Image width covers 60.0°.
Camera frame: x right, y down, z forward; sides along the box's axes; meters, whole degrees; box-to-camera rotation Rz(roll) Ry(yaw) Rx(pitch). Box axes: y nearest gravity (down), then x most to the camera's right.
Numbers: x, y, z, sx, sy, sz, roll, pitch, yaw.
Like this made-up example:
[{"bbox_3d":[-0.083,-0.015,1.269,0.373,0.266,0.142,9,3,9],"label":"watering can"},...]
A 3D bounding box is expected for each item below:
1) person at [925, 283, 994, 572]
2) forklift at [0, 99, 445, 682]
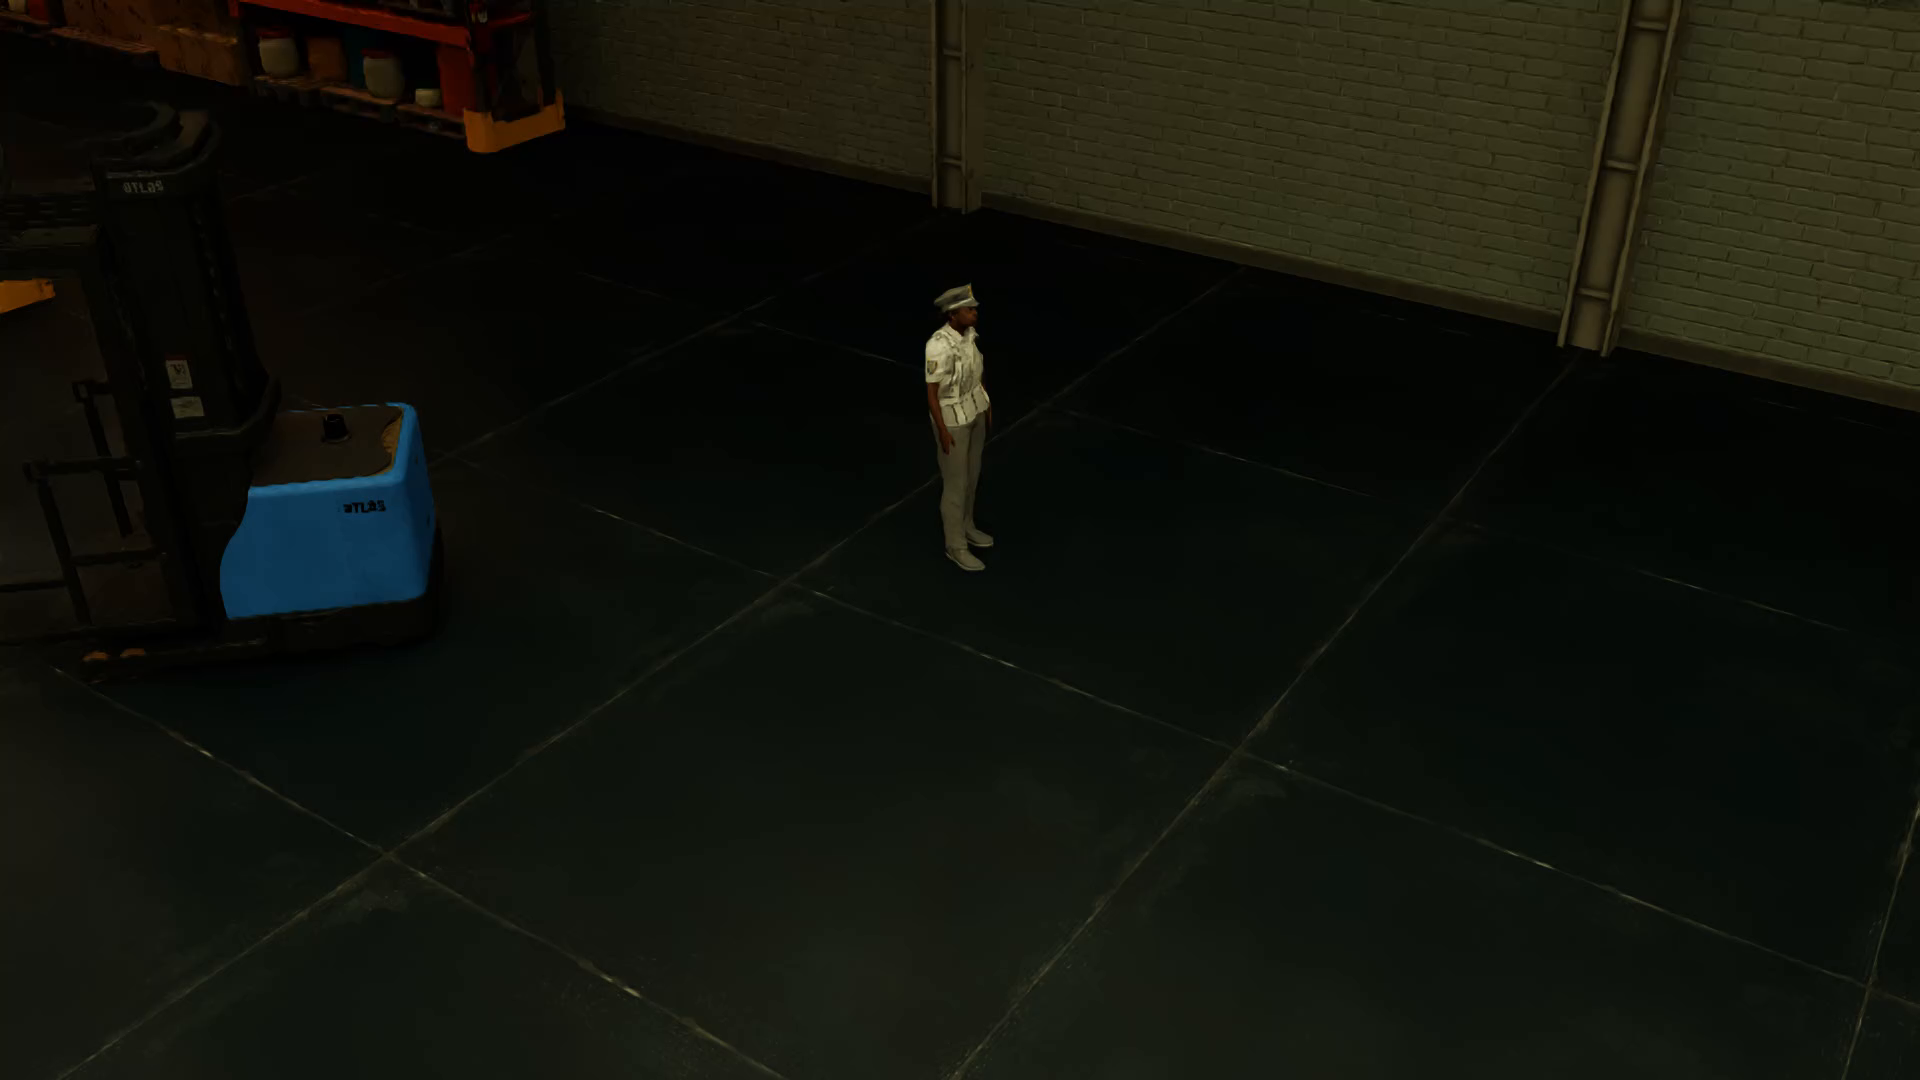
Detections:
[{"bbox_3d":[0.051,-0.710,10.020,0.529,1.695,0.570,19,35,29],"label":"person"},{"bbox_3d":[-4.573,-0.775,8.916,3.031,2.935,1.130,-6,31,-10],"label":"forklift"}]
